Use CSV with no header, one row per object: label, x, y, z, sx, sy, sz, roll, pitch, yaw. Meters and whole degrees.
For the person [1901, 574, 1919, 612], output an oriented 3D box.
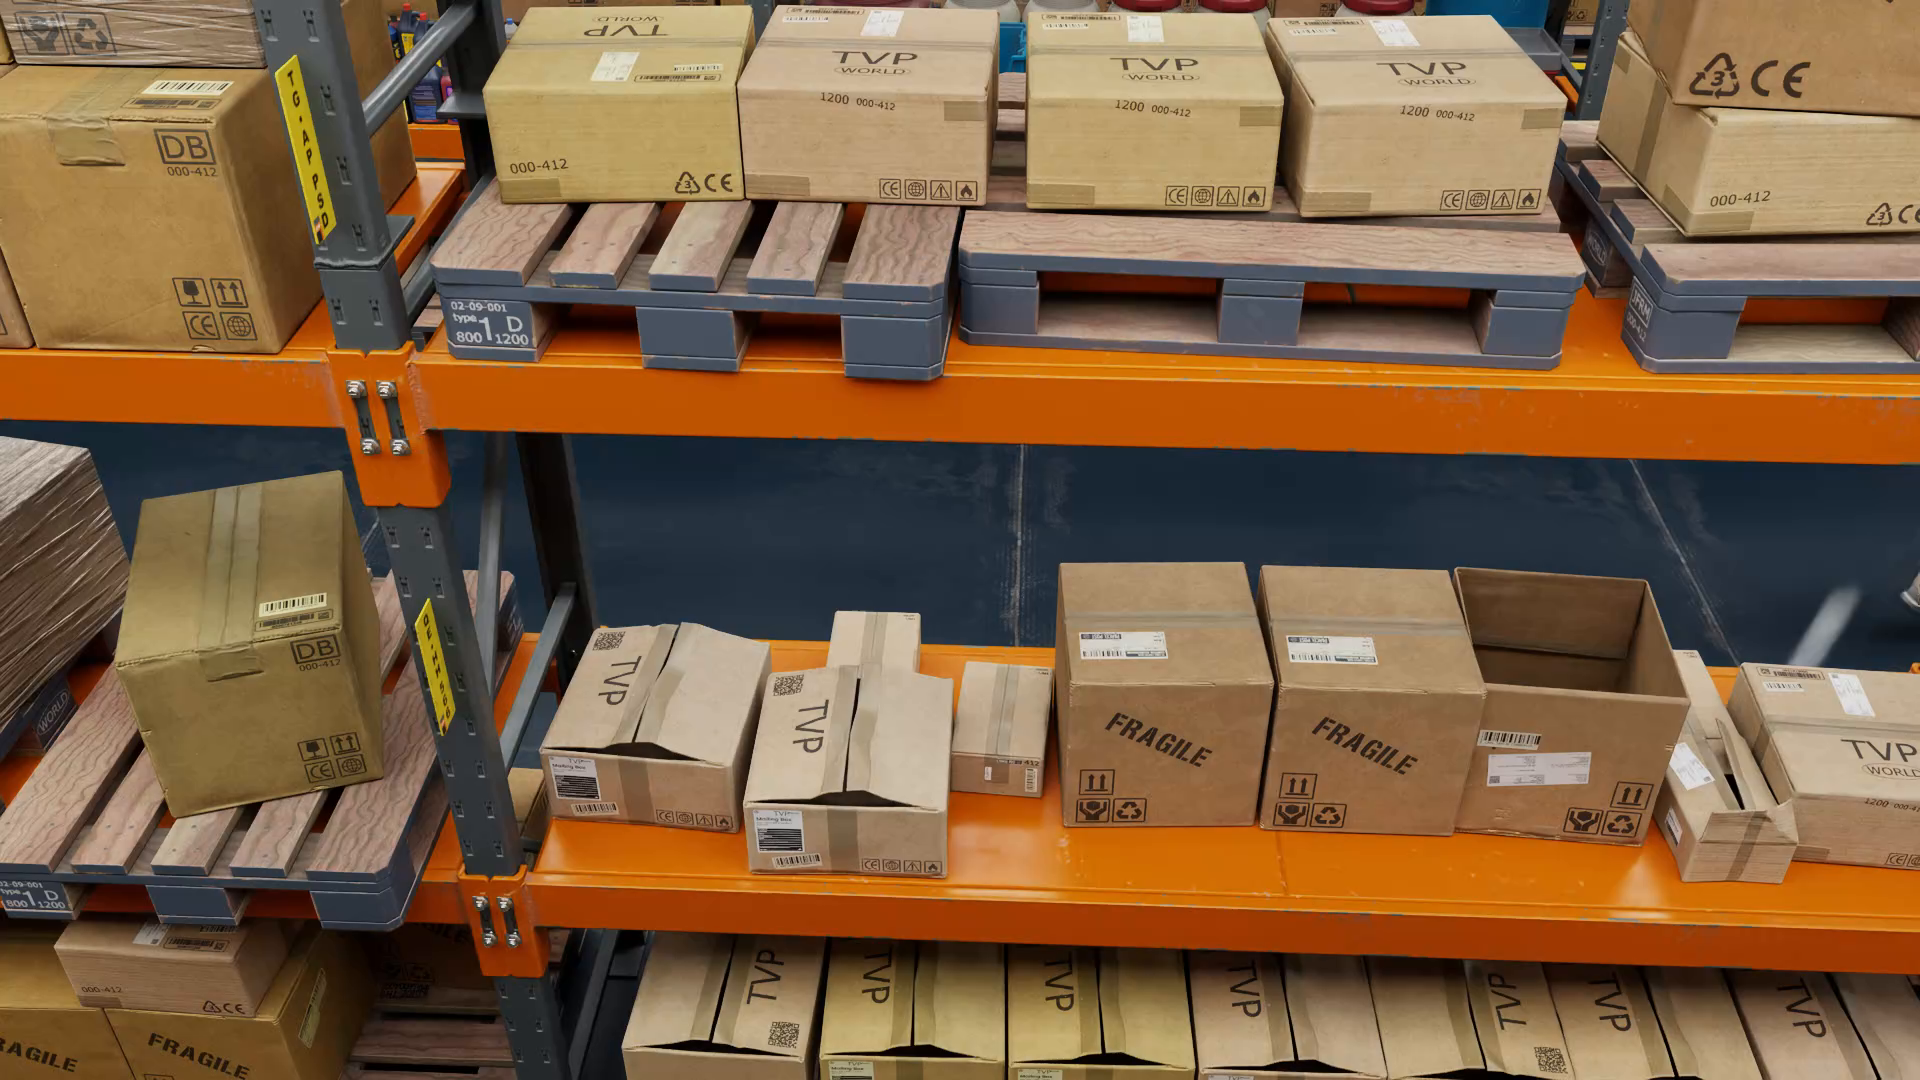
person,4.432,-0.403,6.726,0.994,1.679,0.539,-7,36,-9
